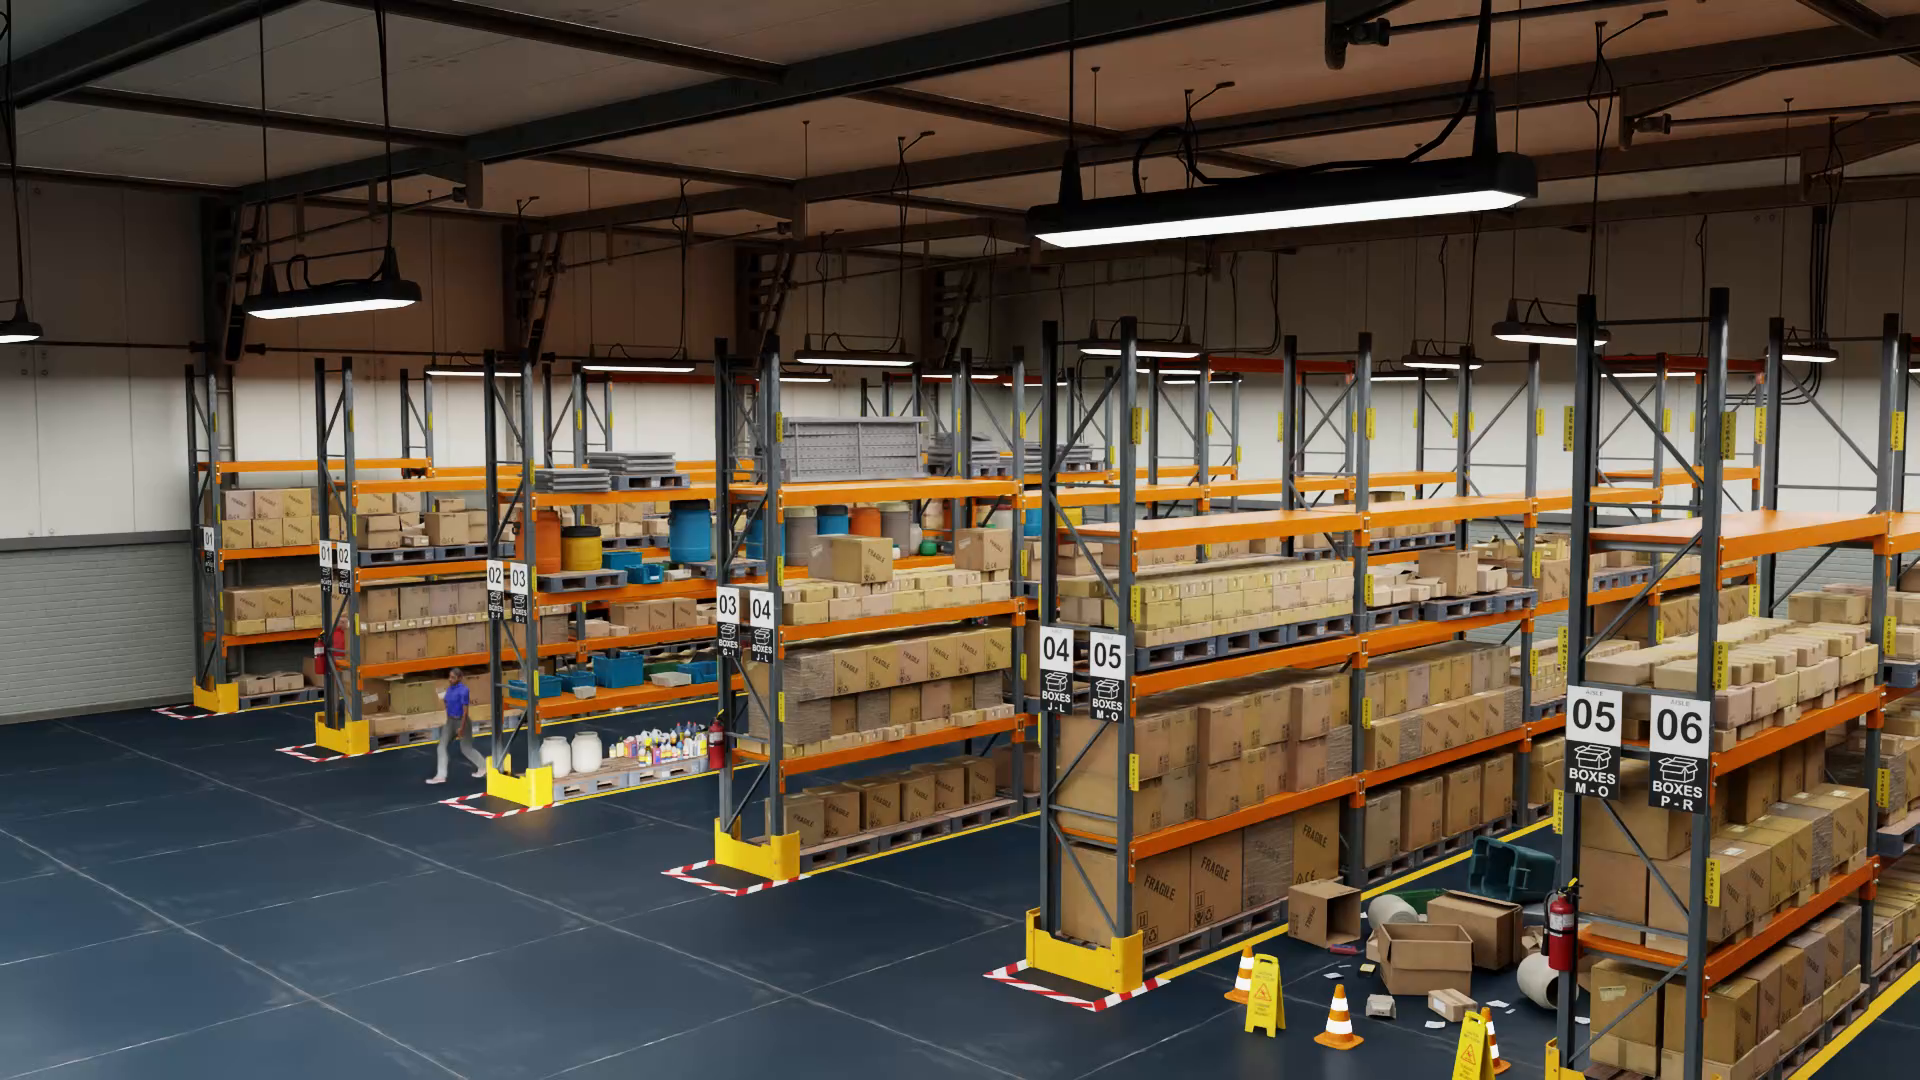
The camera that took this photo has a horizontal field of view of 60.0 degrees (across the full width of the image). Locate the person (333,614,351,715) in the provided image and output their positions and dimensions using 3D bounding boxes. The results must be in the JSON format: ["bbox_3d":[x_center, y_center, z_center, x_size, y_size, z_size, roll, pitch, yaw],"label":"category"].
[{"bbox_3d":[-10.515,2.163,28.321,0.562,1.788,0.605,0,4,-2],"label":"person"}]

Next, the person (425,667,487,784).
[{"bbox_3d":[-7.025,2.571,23.255,0.474,1.615,0.833,3,5,32],"label":"person"}]
